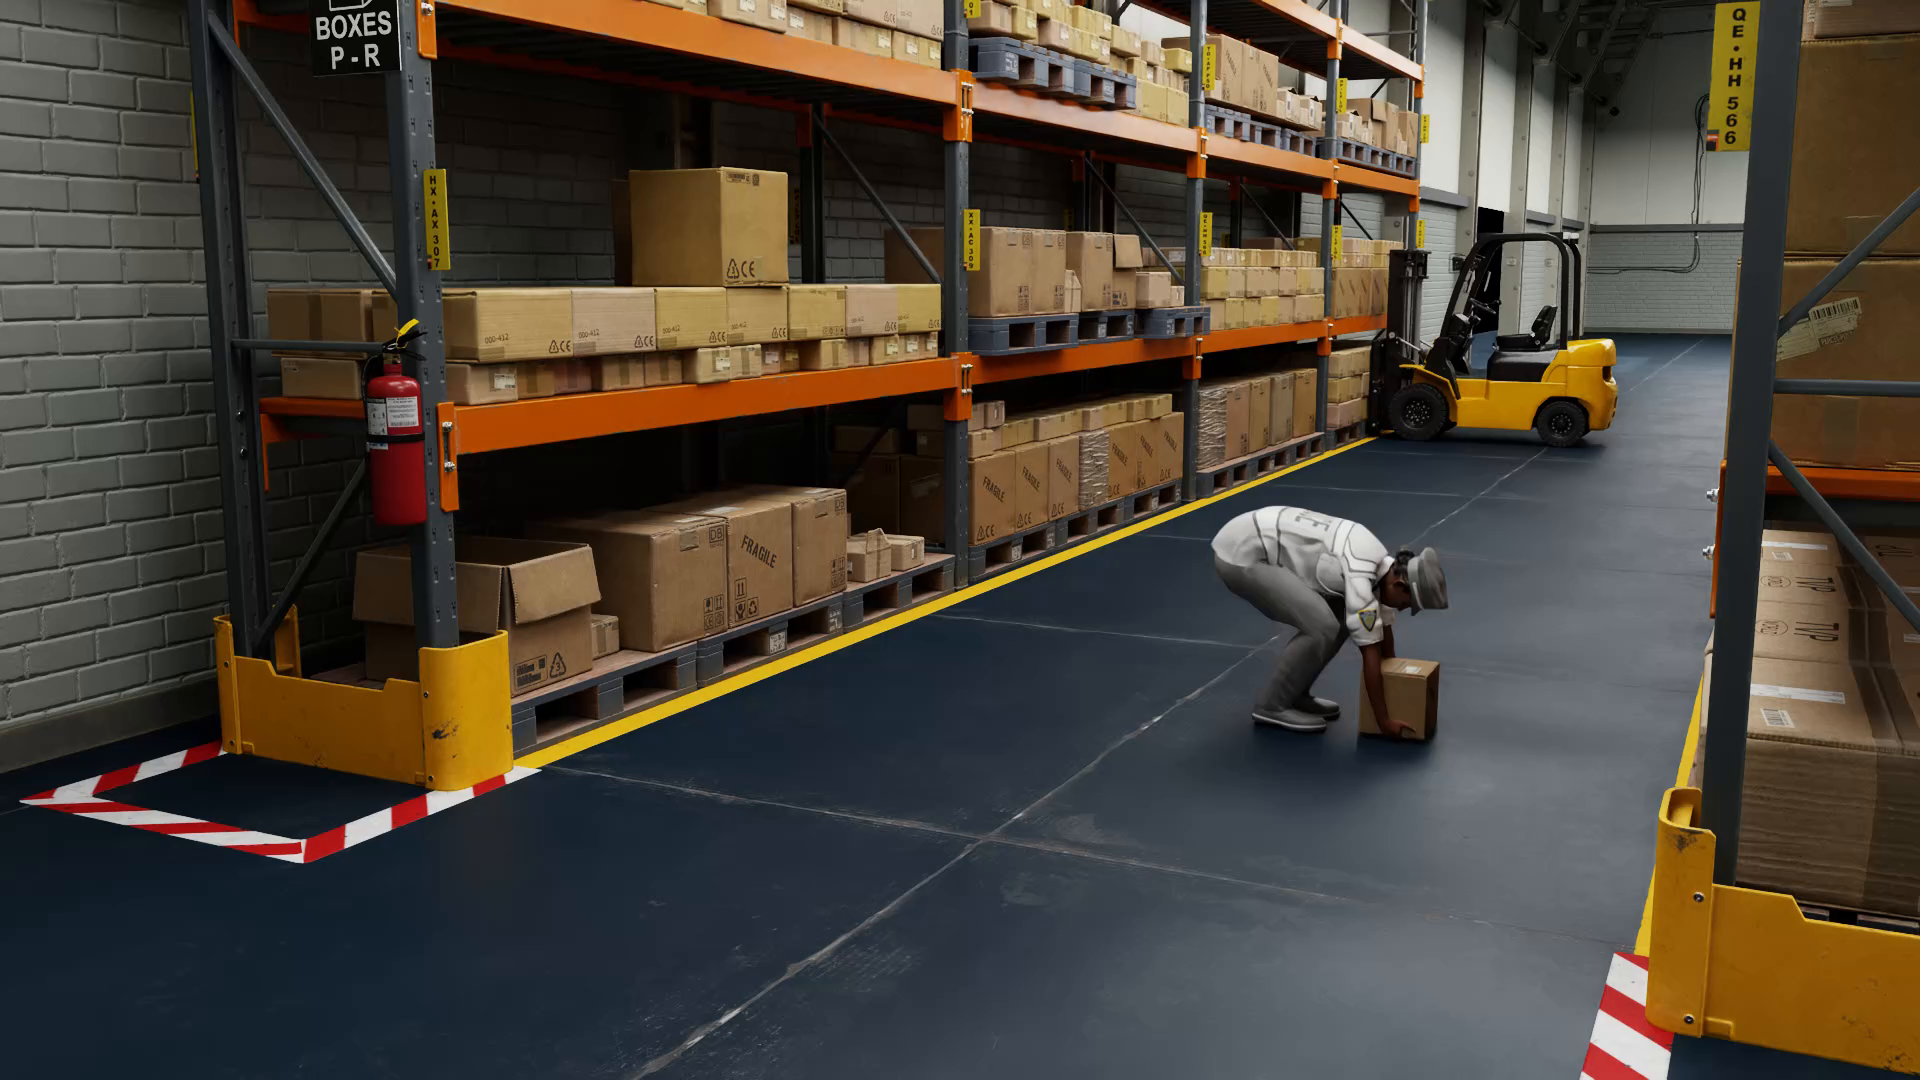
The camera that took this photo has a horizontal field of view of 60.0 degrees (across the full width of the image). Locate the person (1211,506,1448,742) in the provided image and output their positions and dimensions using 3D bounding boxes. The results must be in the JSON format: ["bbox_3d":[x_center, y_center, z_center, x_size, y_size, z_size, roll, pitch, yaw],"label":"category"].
[{"bbox_3d":[1.438,0.307,6.514,0.909,0.858,0.450,4,10,23],"label":"person"}]
